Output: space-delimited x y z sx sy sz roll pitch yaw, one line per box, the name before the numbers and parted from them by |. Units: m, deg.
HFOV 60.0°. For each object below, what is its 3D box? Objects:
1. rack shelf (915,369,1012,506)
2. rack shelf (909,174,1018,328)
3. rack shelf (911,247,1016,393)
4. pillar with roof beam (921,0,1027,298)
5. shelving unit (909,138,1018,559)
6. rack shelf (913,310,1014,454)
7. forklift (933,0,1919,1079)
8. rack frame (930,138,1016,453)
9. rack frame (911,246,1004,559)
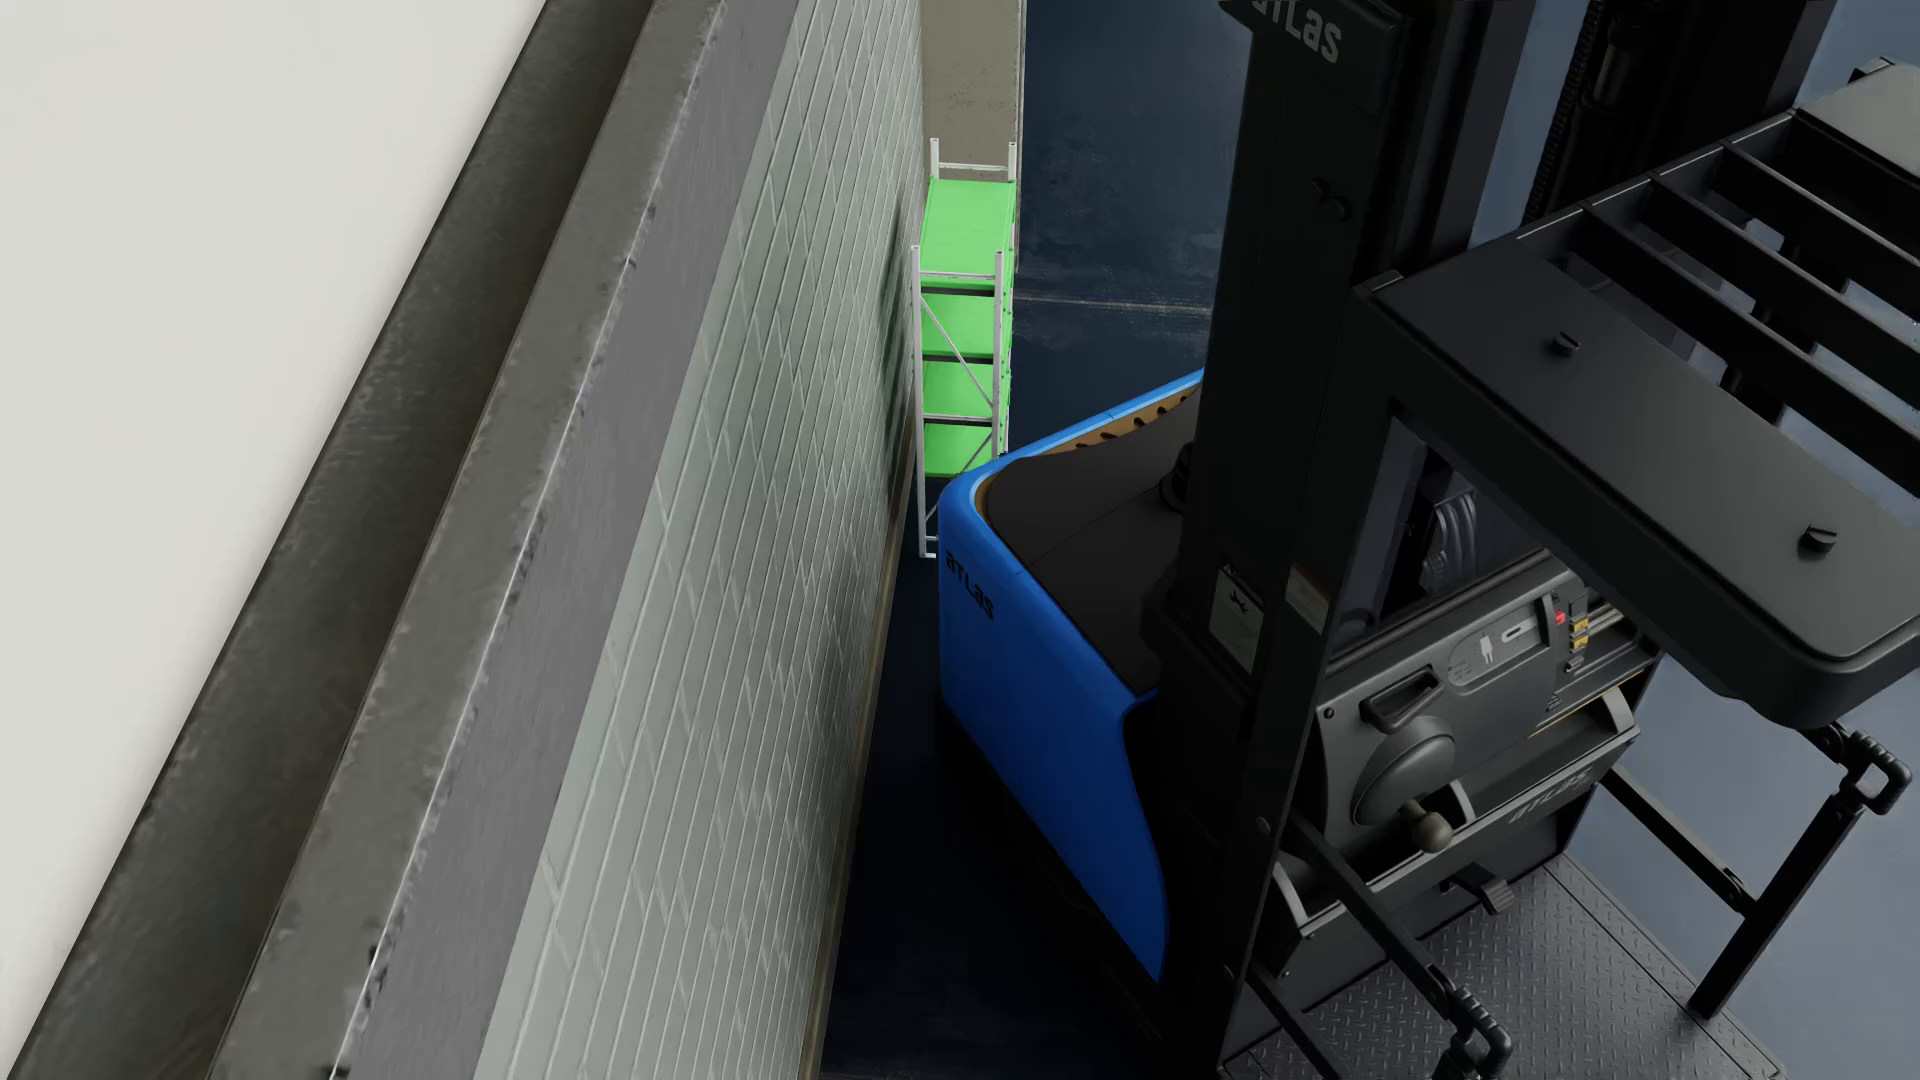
rack shelf | 0.015 -0.321 5.143 0.258 0.148 0.480 4 48 4
rack shelf | 0.015 -0.807 4.611 0.258 0.148 0.480 4 48 4
rack shelf | 0.015 -0.645 4.789 0.258 0.148 0.480 4 48 4
pillar with roof beam | 4.331 -3.639 2.480 9.100 9.000 0.400 4 48 4
shelving unit | 0.015 -0.527 4.919 0.258 1.200 0.503 4 48 4
rack shelf | 0.015 -0.483 4.966 0.258 0.148 0.480 4 48 4
forklift | 1.128 0.339 2.953 1.130 2.935 3.031 -24 52 -21
rack frame | 0.037 -0.706 5.083 0.240 1.200 0.015 4 48 4
rack frame | -0.007 -0.347 4.755 0.240 1.200 0.015 4 48 4
